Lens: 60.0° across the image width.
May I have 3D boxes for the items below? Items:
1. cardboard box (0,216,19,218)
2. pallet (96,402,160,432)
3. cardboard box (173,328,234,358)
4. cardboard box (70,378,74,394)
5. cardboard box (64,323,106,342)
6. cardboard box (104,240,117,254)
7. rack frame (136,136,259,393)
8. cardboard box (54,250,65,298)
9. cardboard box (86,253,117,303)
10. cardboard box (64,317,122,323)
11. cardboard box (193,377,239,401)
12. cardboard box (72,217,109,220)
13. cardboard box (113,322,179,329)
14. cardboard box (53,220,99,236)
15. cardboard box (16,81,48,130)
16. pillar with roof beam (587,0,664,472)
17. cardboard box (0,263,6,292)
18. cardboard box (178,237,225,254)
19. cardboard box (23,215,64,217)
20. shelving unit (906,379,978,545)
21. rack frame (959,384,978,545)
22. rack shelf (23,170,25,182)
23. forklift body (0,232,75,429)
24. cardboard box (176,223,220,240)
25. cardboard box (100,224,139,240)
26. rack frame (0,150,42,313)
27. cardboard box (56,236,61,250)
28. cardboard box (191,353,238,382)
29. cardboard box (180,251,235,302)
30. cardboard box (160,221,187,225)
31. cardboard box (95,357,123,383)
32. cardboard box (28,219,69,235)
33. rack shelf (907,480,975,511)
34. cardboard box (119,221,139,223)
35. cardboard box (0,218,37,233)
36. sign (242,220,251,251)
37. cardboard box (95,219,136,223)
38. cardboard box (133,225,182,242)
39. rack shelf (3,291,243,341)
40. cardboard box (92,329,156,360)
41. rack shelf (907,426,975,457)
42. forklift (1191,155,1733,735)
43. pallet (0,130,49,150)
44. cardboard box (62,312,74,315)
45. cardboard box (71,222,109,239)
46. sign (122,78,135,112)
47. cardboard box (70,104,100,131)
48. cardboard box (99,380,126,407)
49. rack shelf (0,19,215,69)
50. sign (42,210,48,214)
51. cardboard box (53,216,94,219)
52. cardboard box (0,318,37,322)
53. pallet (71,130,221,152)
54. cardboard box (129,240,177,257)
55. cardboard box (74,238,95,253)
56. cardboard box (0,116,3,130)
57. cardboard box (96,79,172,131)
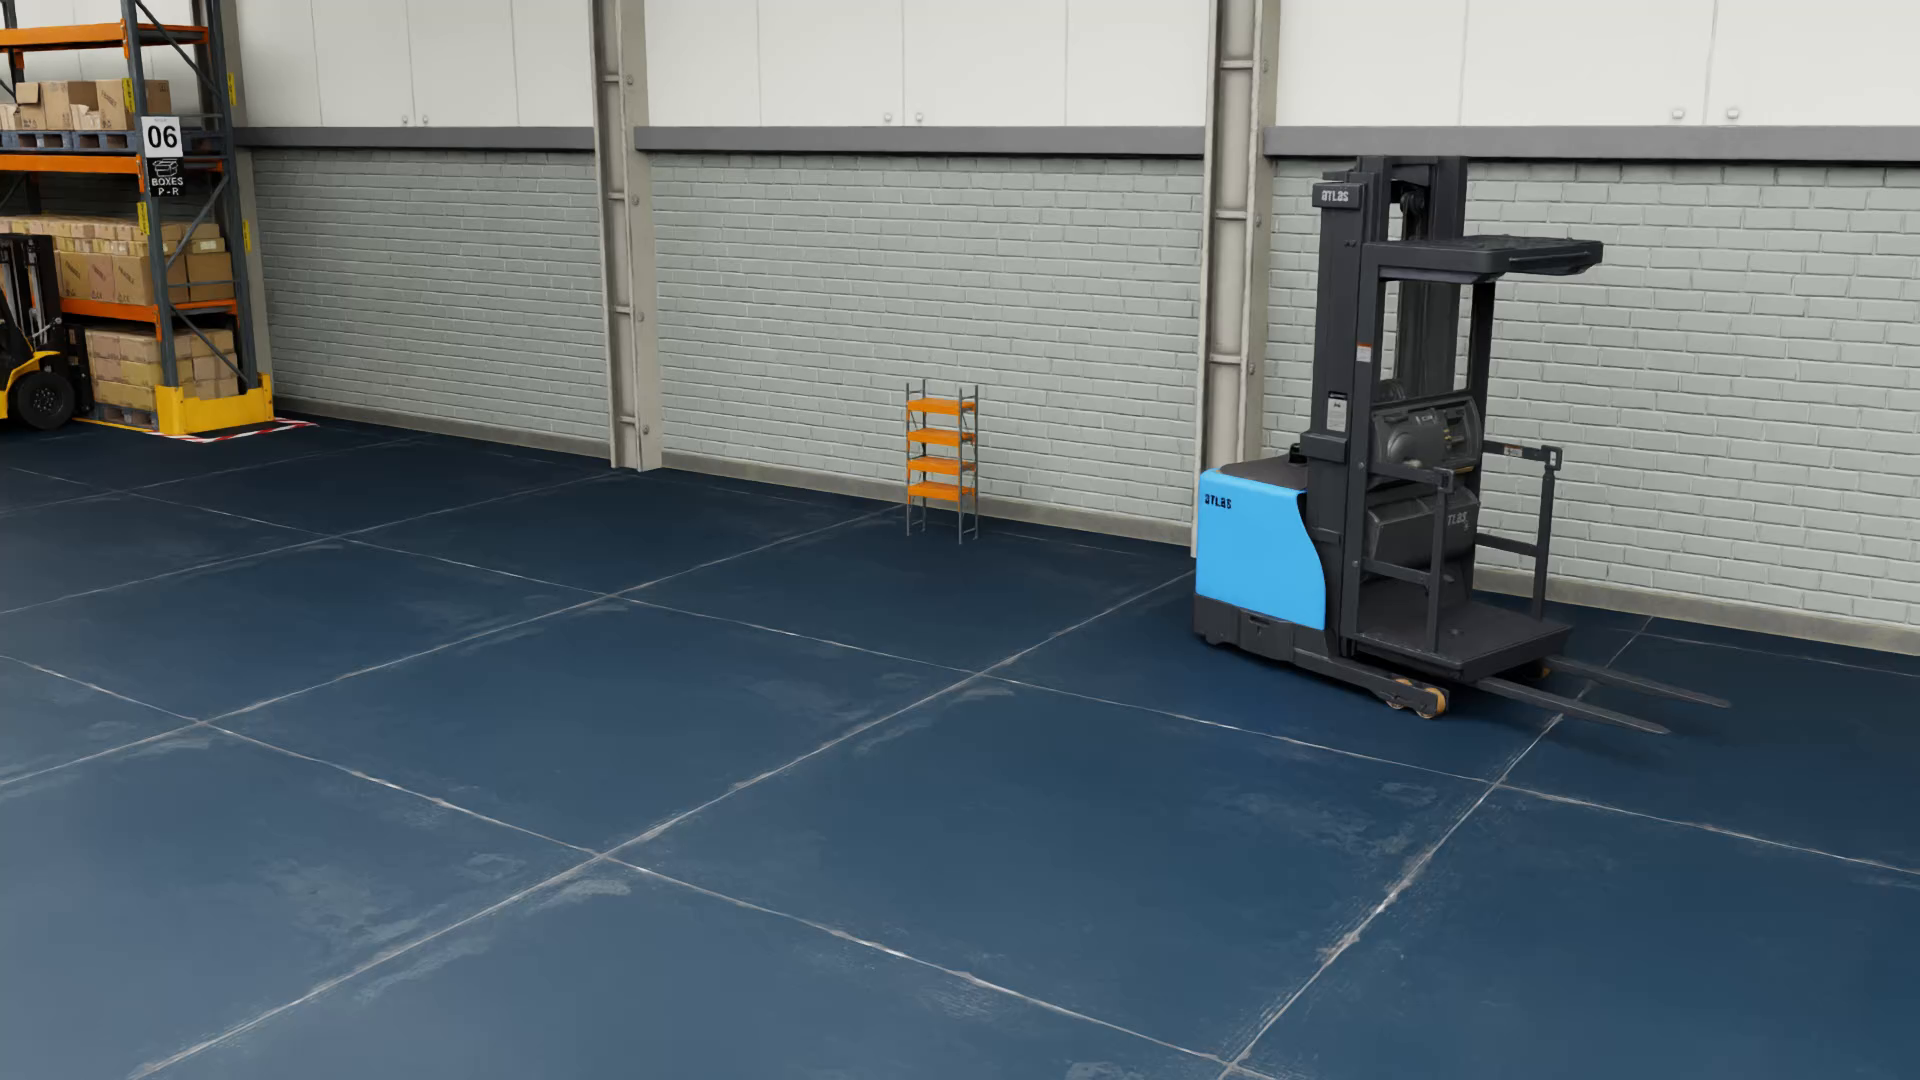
[{"bbox_3d":[-10.869,-3.603,18.957,0.250,0.149,0.380,9,17,34],"label":"cardboard box"},{"bbox_3d":[-8.584,-1.415,18.098,1.213,0.211,1.003,9,17,33],"label":"pallet"},{"bbox_3d":[-8.220,-2.131,17.955,0.500,0.250,0.500,9,16,32],"label":"cardboard box"},{"bbox_3d":[-9.754,-1.746,18.481,0.500,0.250,0.500,10,17,35],"label":"cardboard box"},{"bbox_3d":[-9.750,-2.230,18.358,0.500,0.250,0.500,9,16,32],"label":"cardboard box"},{"bbox_3d":[-8.780,-3.103,17.559,0.250,0.149,0.380,10,17,34],"label":"cardboard box"},{"bbox_3d":[-7.926,-2.674,17.382,0.127,3.000,1.000,9,17,33],"label":"rack frame"},{"bbox_3d":[-9.755,-2.941,18.255,0.500,0.500,0.500,9,17,33],"label":"cardboard box"},{"bbox_3d":[-8.907,-2.808,17.714,0.500,0.500,0.500,10,17,35],"label":"cardboard box"},{"bbox_3d":[-9.888,-2.402,19.051,0.500,0.250,0.500,9,17,33],"label":"cardboard box"},{"bbox_3d":[-8.225,-1.648,18.086,0.500,0.250,0.500,9,17,33],"label":"cardboard box"},{"bbox_3d":[-9.767,-3.557,18.774,0.250,0.149,0.380,9,16,32],"label":"cardboard box"},{"bbox_3d":[-9.045,-2.266,18.502,0.500,0.250,0.500,9,17,32],"label":"cardboard box"},{"bbox_3d":[-9.617,-3.392,18.107,0.250,0.149,0.380,9,17,34],"label":"cardboard box"},{"bbox_3d":[-9.688,-4.687,17.974,0.637,0.503,0.797,10,17,35],"label":"cardboard box"},{"bbox_3d":[-5.425,-4.196,11.047,0.400,9.000,9.100,9,17,33],"label":"pillar with roof beam"},{"bbox_3d":[-10.582,-3.081,18.818,0.500,0.500,0.500,10,17,34],"label":"cardboard box"},{"bbox_3d":[-8.063,-3.135,17.685,0.250,0.149,0.380,9,16,31],"label":"cardboard box"},{"bbox_3d":[-10.627,-3.694,19.325,0.250,0.149,0.380,9,16,31],"label":"cardboard box"},{"bbox_3d":[-0.137,-0.605,12.769,0.503,1.200,0.258,9,17,33],"label":"shelving unit"},{"bbox_3d":[0.065,-0.572,12.636,0.015,1.200,0.240,9,17,33],"label":"rack frame"},{"bbox_3d":[-12.905,-4.585,20.359,4.000,0.370,1.077,9,17,33],"label":"rack shelf"},{"bbox_3d":[-10.518,-2.152,17.042,1.214,2.155,2.313,9,17,33],"label":"forklift body"},{"bbox_3d":[-8.086,-3.269,17.611,0.250,0.149,0.380,9,16,32],"label":"cardboard box"},{"bbox_3d":[-8.795,-3.244,17.510,0.250,0.149,0.380,10,17,34],"label":"cardboard box"},{"bbox_3d":[-11.245,-3.210,19.549,0.127,3.000,1.000,9,17,33],"label":"rack frame"},{"bbox_3d":[-9.605,-3.247,18.138,0.250,0.149,0.380,9,17,32],"label":"cardboard box"},{"bbox_3d":[-8.201,-1.890,18.024,0.500,0.250,0.500,10,17,34],"label":"cardboard box"},{"bbox_3d":[-8.182,-2.844,17.863,0.500,0.500,0.500,10,17,35],"label":"cardboard box"},{"bbox_3d":[-8.511,-3.344,17.911,0.250,0.149,0.380,10,17,34],"label":"cardboard box"},{"bbox_3d":[-8.915,-1.858,17.895,0.500,0.250,0.500,9,17,32],"label":"cardboard box"},{"bbox_3d":[-10.033,-3.459,18.378,0.250,0.149,0.380,9,17,33],"label":"cardboard box"},{"bbox_3d":[-0.137,-0.347,12.833,0.480,0.148,0.258,9,17,33],"label":"rack shelf"},{"bbox_3d":[-8.941,-3.410,18.180,0.250,0.149,0.380,10,17,35],"label":"cardboard box"},{"bbox_3d":[-10.506,-3.512,18.590,0.250,0.149,0.380,10,17,34],"label":"cardboard box"},{"bbox_3d":[-7.612,-3.242,17.713,0.005,0.325,0.100,9,17,33],"label":"sign"},{"bbox_3d":[-9.353,-3.482,18.472,0.250,0.149,0.380,9,17,33],"label":"cardboard box"},{"bbox_3d":[-8.341,-3.188,17.281,0.250,0.149,0.380,9,17,33],"label":"cardboard box"},{"bbox_3d":[-9.586,-2.593,18.552,4.000,0.370,1.077,9,17,33],"label":"rack shelf"},{"bbox_3d":[-8.910,-2.095,17.812,0.500,0.250,0.500,10,17,34],"label":"cardboard box"},{"bbox_3d":[-0.137,-0.756,12.731,0.480,0.148,0.258,9,17,33],"label":"rack shelf"},{"bbox_3d":[2.743,-0.597,9.136,1.130,2.935,3.031,-11,18,-37],"label":"forklift"},{"bbox_3d":[-10.523,-4.514,18.758,1.213,0.211,1.003,9,17,33],"label":"pallet"},{"bbox_3d":[-10.729,-2.537,19.598,0.500,0.250,0.500,10,17,34],"label":"cardboard box"},{"bbox_3d":[-9.239,-3.305,17.756,0.250,0.149,0.380,10,17,34],"label":"cardboard box"},{"bbox_3d":[-8.241,-4.415,16.496,0.005,0.325,0.100,9,17,33],"label":"sign"},{"bbox_3d":[-8.994,-4.402,17.317,0.258,0.266,0.396,9,17,33],"label":"cardboard box"},{"bbox_3d":[-8.900,-1.612,17.940,0.500,0.250,0.500,9,17,33],"label":"cardboard box"},{"bbox_3d":[-9.586,-5.311,17.880,4.000,0.370,1.077,9,17,33],"label":"rack shelf"},{"bbox_3d":[-10.937,-3.780,19.884,0.005,0.325,0.100,9,17,33],"label":"sign"},{"bbox_3d":[-10.157,-3.640,19.107,0.250,0.149,0.380,9,16,32],"label":"cardboard box"},{"bbox_3d":[-10.601,-2.367,18.909,0.500,0.250,0.500,9,17,33],"label":"cardboard box"},{"bbox_3d":[-8.499,-4.187,17.437,1.213,0.211,1.003,9,17,33],"label":"pallet"},{"bbox_3d":[-8.370,-3.028,17.255,0.250,0.149,0.380,9,17,34],"label":"cardboard box"},{"bbox_3d":[-9.227,-3.165,17.809,0.250,0.149,0.380,9,16,31],"label":"cardboard box"},{"bbox_3d":[-10.405,-4.573,18.253,0.250,0.149,0.380,10,17,34],"label":"cardboard box"},{"bbox_3d":[-8.430,-4.442,16.991,0.500,0.500,0.500,10,17,35],"label":"cardboard box"}]
